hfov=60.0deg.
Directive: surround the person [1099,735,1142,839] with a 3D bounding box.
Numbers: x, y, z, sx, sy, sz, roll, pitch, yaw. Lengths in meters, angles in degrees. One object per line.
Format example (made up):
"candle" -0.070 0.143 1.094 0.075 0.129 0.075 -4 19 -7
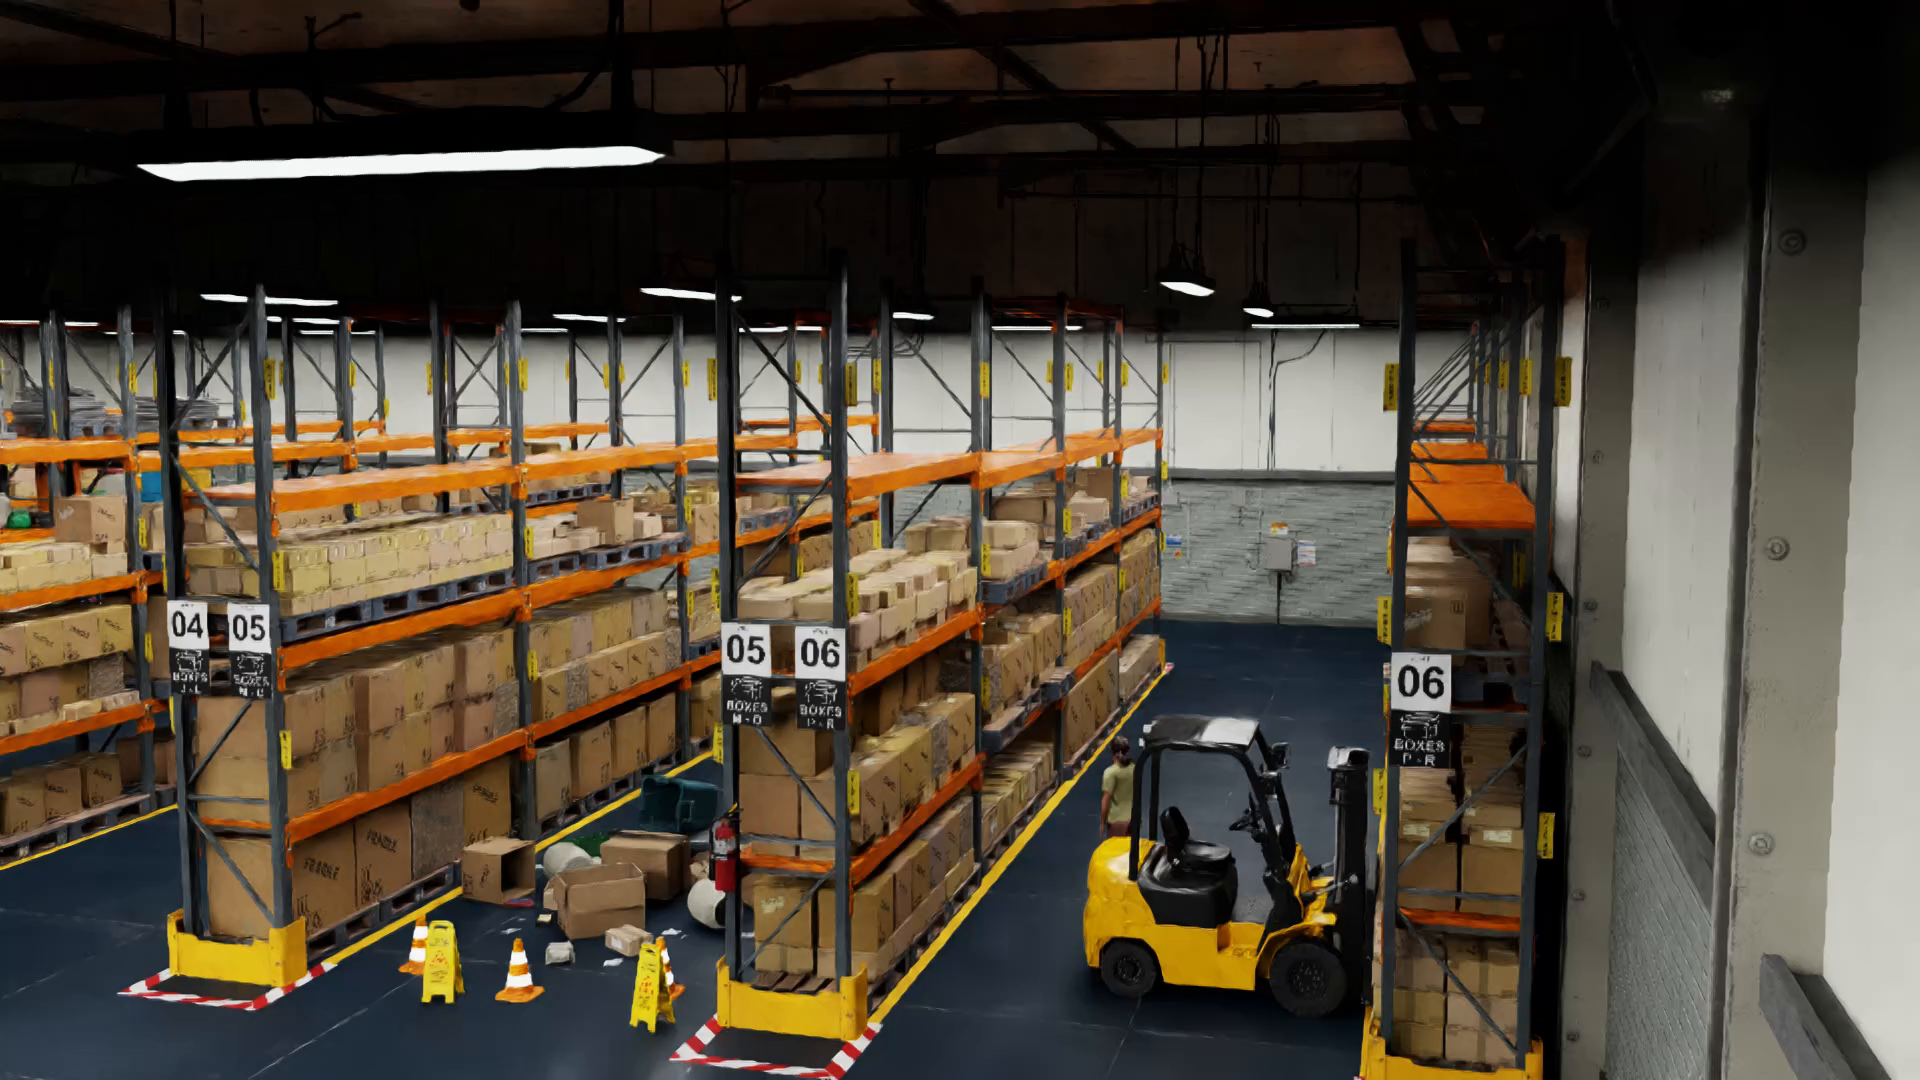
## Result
"person" 1.486 2.658 15.738 0.560 1.668 0.569 -6 8 -43
